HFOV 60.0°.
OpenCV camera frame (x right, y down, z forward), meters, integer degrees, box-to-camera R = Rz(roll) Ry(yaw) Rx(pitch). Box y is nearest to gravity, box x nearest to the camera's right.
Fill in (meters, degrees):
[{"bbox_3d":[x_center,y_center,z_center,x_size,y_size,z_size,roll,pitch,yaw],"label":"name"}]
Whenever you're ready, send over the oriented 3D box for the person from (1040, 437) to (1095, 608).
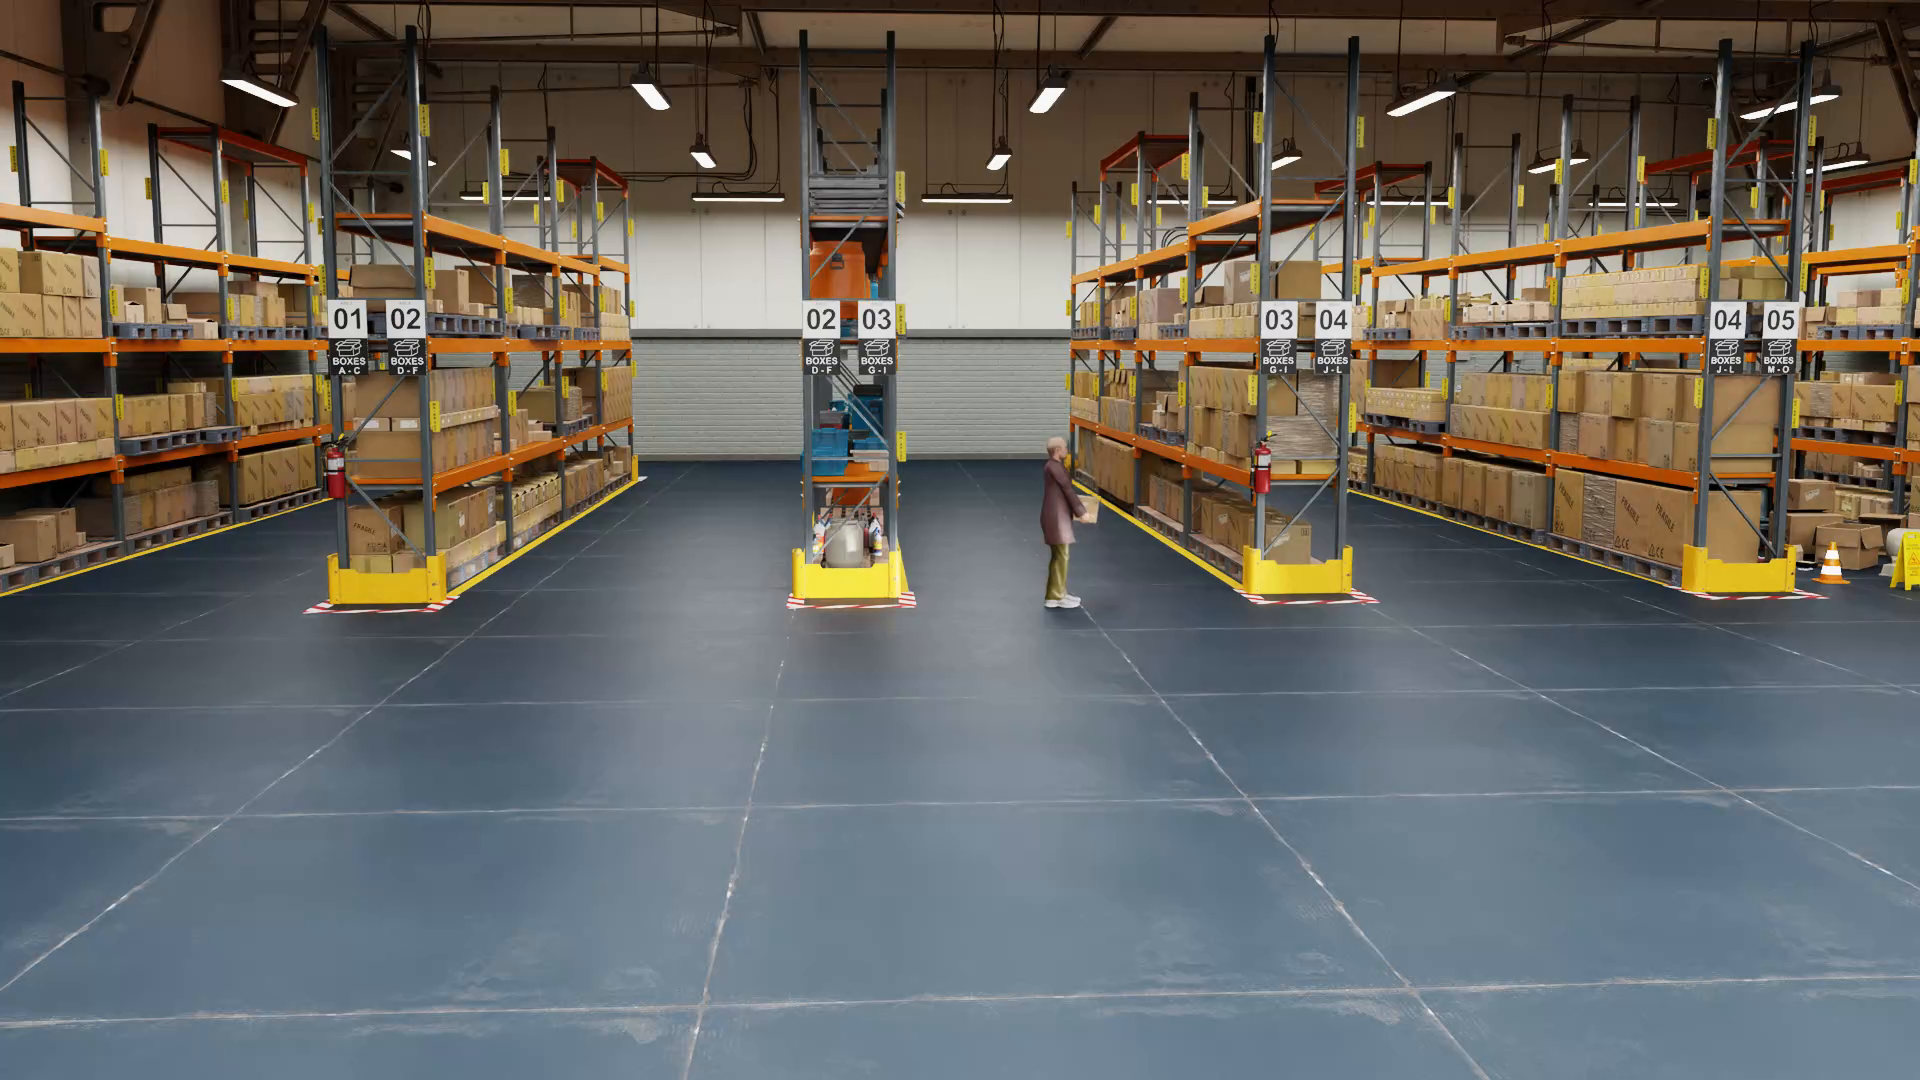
[{"bbox_3d":[1.123,-0.192,17.446,0.559,1.780,0.527,-1,7,-5],"label":"person"}]
